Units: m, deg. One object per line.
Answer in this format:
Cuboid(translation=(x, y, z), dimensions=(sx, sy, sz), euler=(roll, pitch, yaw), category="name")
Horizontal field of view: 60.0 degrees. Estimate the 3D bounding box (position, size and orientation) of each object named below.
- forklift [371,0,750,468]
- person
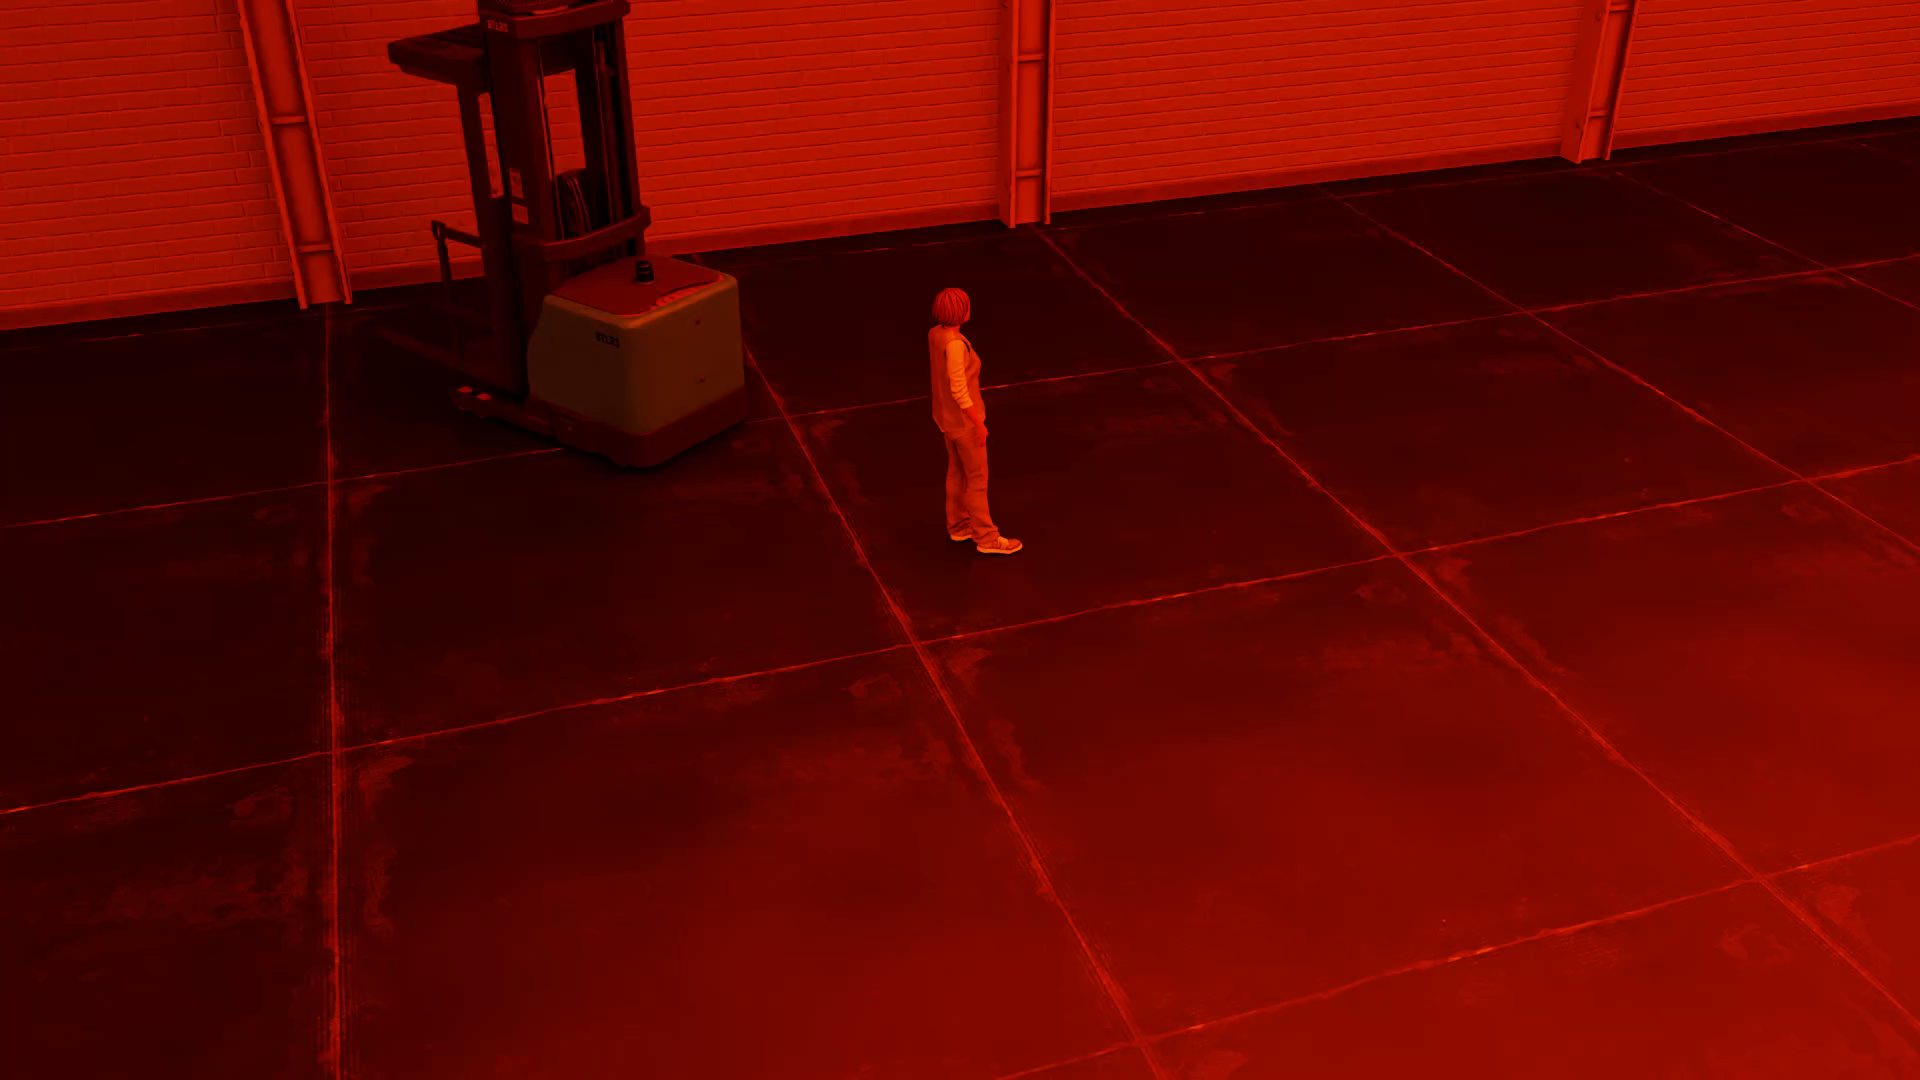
Cuboid(translation=(-2.928, -2.306, 11.094), dimensions=(3.031, 2.935, 1.130), euler=(20, 35, 31), category="forklift")
Cuboid(translation=(0.074, -0.703, 9.633), dimensions=(0.475, 1.596, 0.521), euler=(-10, 31, -16), category="person")
